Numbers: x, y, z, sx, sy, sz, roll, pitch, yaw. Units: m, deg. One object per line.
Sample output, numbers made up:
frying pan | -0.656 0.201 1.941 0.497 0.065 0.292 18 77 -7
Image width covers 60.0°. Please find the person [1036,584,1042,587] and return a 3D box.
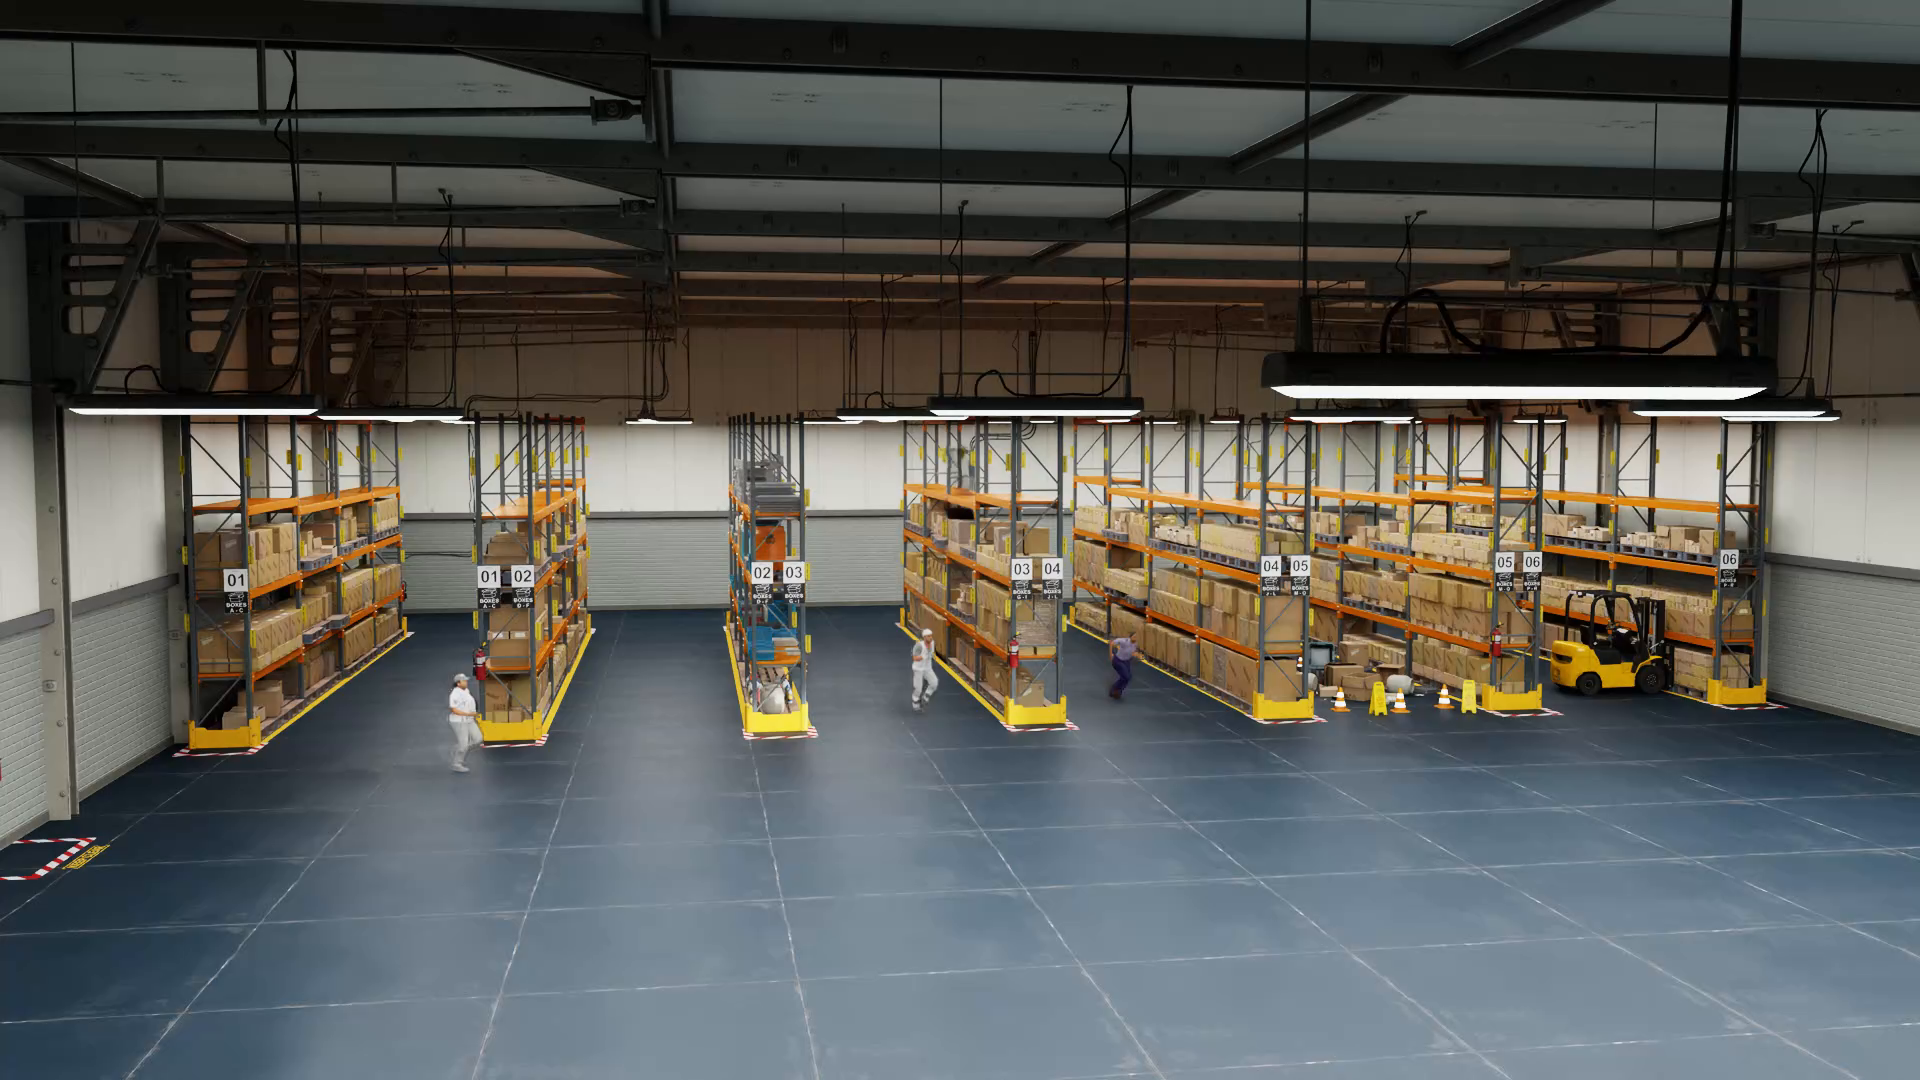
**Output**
person | 2.289 1.697 47.516 0.583 1.609 0.548 0 4 -2

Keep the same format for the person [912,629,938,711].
person | -0.705 2.593 33.052 0.631 1.698 0.863 -2 5 -31

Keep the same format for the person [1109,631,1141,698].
person | 3.413 2.614 34.839 0.637 1.482 0.863 -4 5 -42

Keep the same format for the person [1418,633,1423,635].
person | 11.543 2.071 40.943 0.655 1.747 0.928 -1 4 -15

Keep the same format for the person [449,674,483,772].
person | -8.231 3.032 27.671 0.539 1.628 0.599 1 4 13
